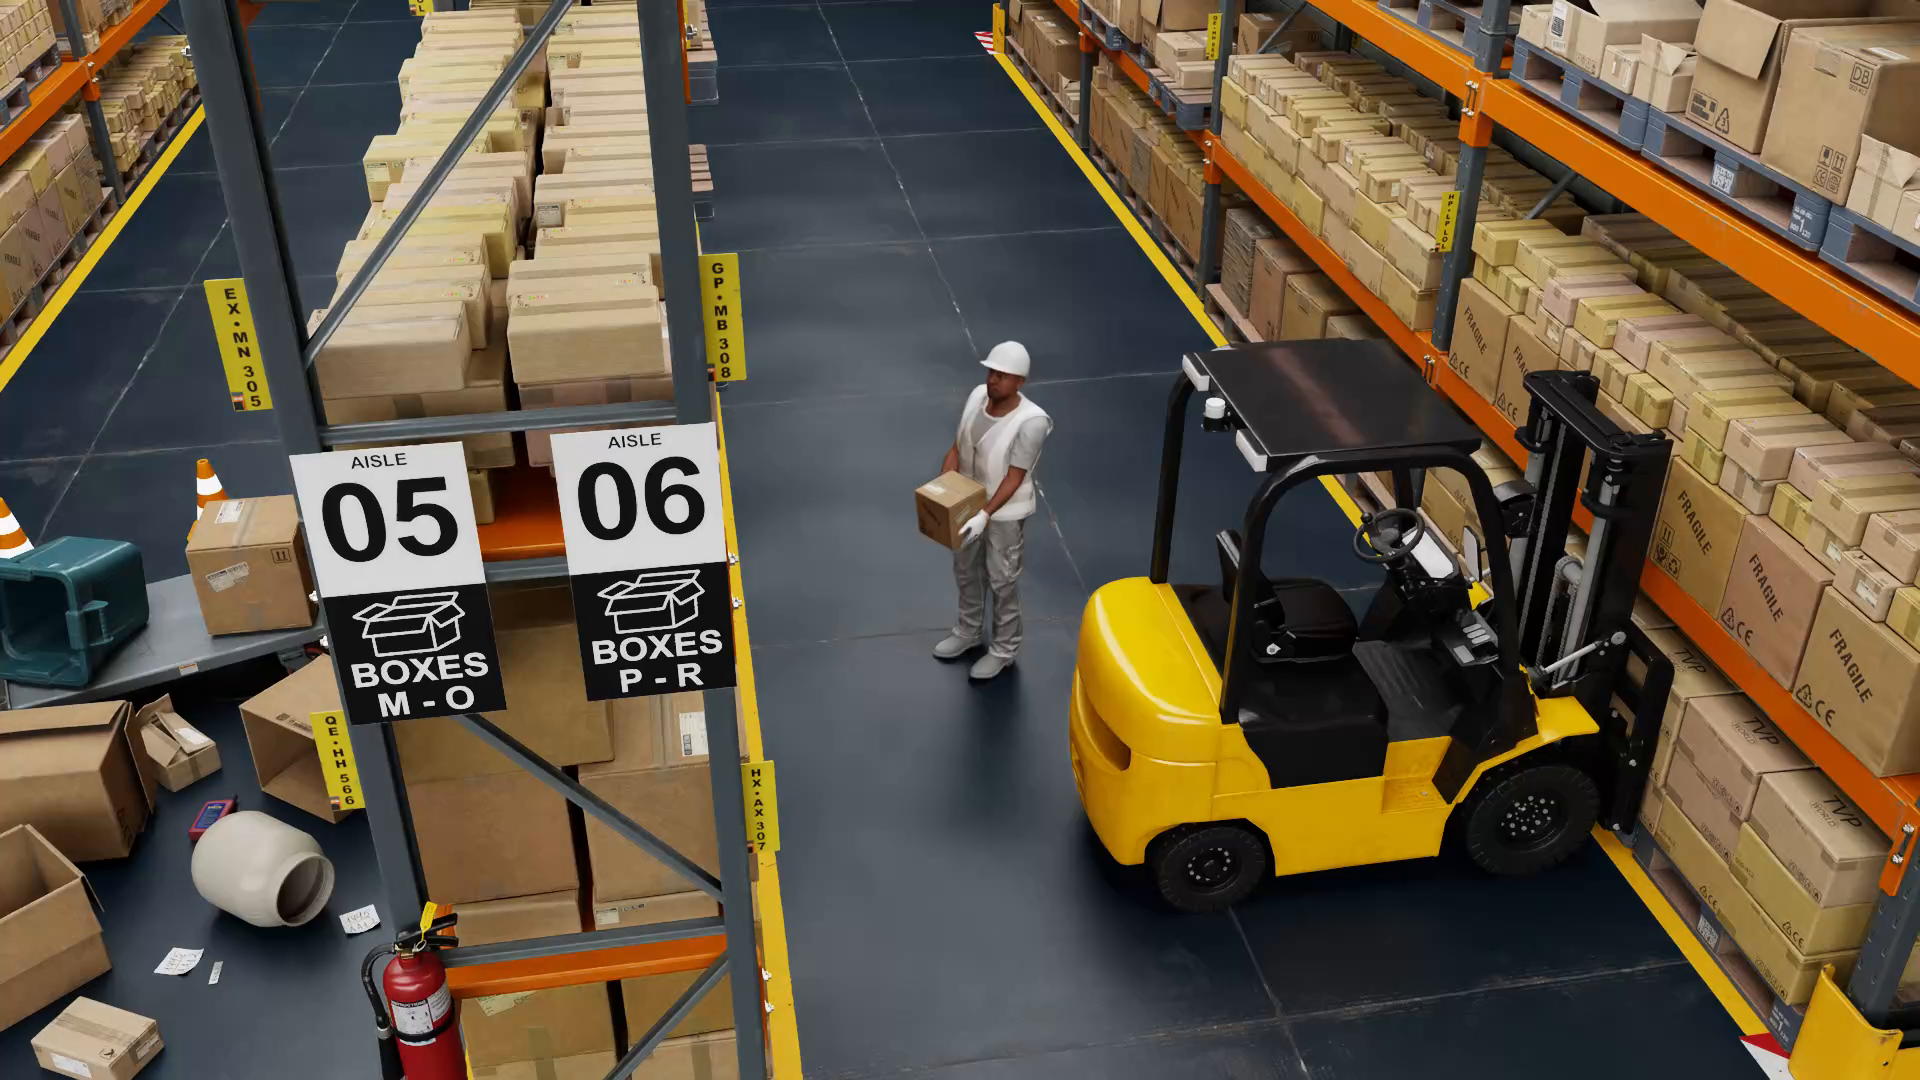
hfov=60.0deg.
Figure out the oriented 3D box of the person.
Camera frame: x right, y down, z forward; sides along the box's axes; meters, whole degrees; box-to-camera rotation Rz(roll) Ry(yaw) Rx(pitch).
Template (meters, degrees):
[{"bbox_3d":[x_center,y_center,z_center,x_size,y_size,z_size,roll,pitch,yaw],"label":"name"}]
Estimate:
[{"bbox_3d":[0.113,-0.125,8.329,0.570,1.787,0.503,-25,38,-35],"label":"person"}]
